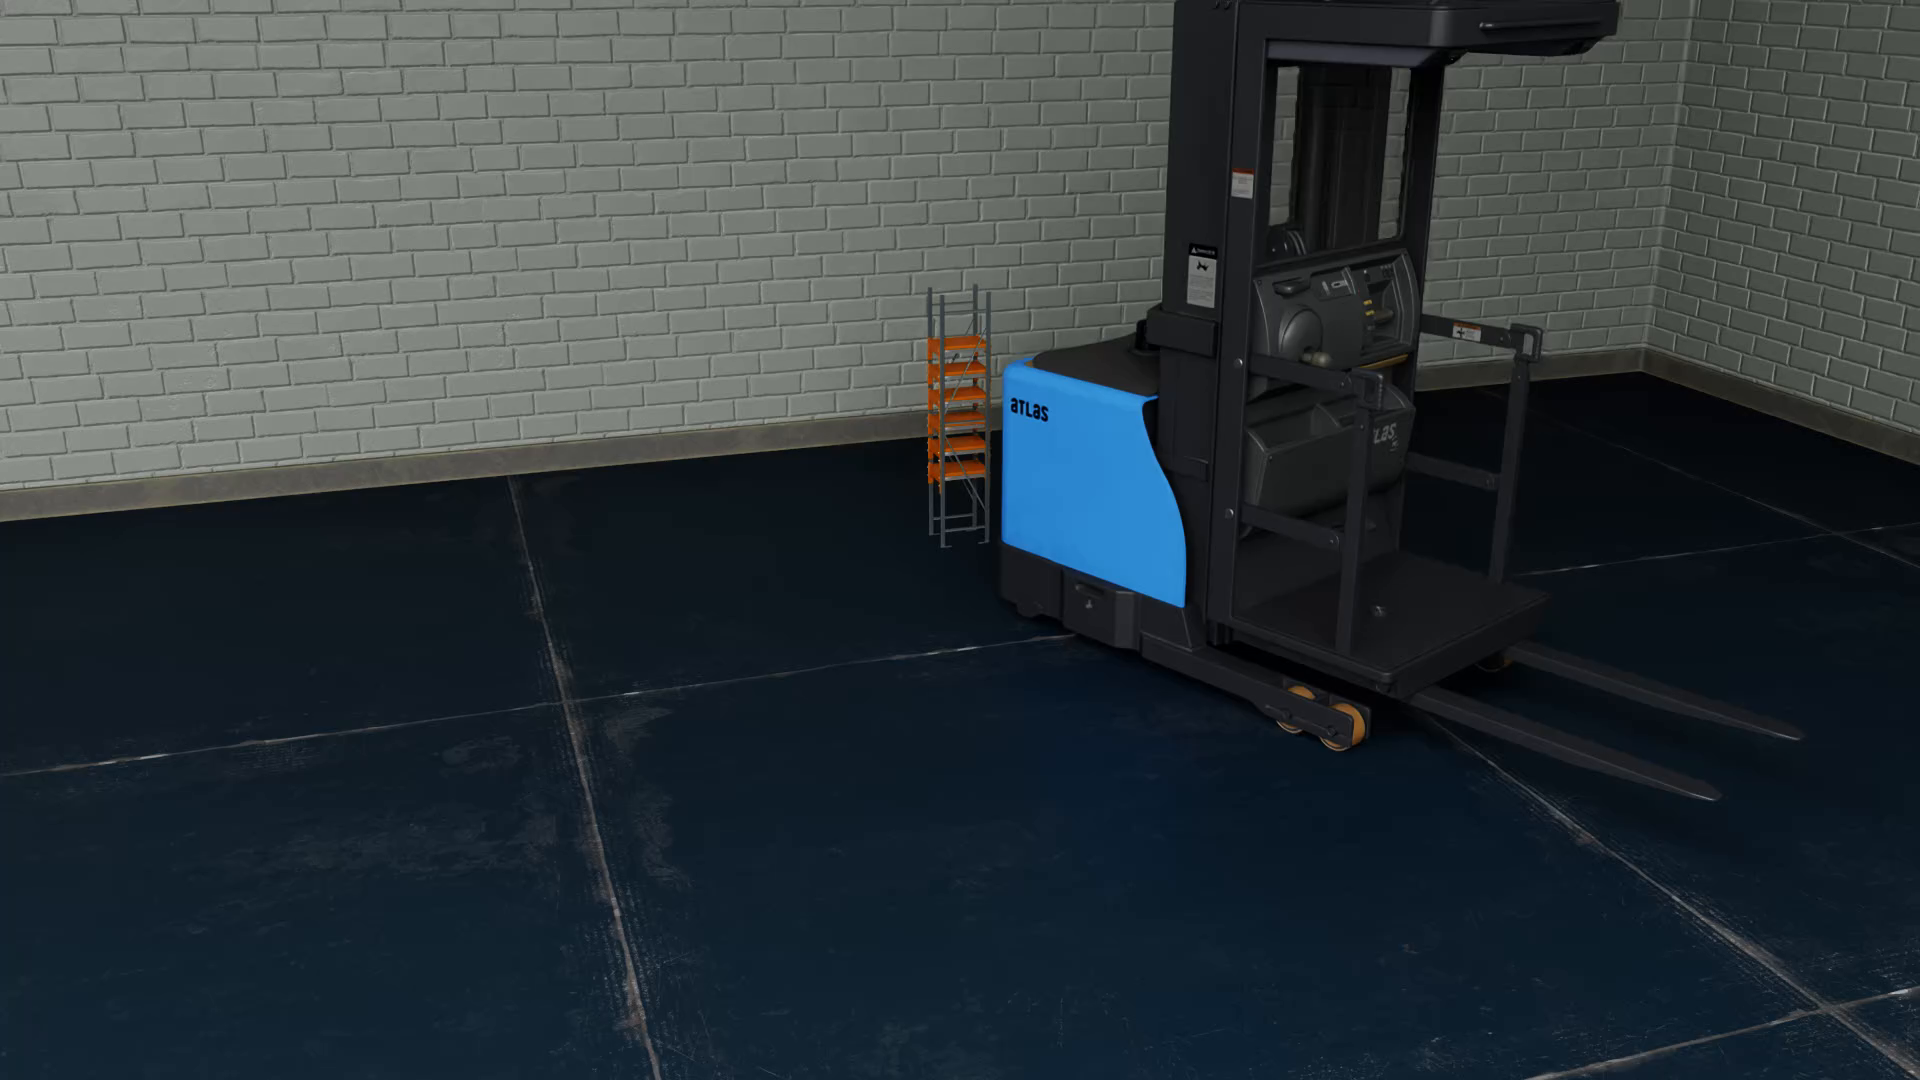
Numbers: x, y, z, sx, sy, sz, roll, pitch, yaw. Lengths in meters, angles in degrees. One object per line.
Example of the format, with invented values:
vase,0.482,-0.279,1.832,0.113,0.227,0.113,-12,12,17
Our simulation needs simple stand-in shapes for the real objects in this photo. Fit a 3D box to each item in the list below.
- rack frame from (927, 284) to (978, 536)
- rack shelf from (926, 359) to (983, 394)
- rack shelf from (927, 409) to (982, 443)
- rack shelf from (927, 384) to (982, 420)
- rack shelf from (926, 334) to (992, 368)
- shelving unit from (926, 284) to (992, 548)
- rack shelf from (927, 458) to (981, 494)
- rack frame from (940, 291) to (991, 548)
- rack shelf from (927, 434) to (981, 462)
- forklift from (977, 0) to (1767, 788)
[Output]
rack frame,-0.033,-0.599,7.808,0.240,1.200,0.006,-6,21,-17
rack shelf,-0.005,-0.753,7.660,0.258,0.103,0.180,-6,21,-17
rack shelf,-0.005,-0.528,7.742,0.258,0.103,0.180,-6,21,-17
rack shelf,-0.005,-0.640,7.701,0.258,0.103,0.180,-6,21,-17
rack shelf,-0.005,-0.866,7.620,0.258,0.103,0.180,-6,21,-17
shelving unit,-0.005,-0.569,7.727,0.258,1.200,0.189,-6,21,-17
rack shelf,-0.005,-0.302,7.823,0.258,0.103,0.180,-6,21,-17
rack frame,0.024,-0.540,7.645,0.240,1.200,0.006,-6,21,-17
rack shelf,-0.005,-0.415,7.782,0.258,0.103,0.180,-6,21,-17
forklift,1.437,-0.863,5.982,1.130,2.935,3.031,-17,26,-39
